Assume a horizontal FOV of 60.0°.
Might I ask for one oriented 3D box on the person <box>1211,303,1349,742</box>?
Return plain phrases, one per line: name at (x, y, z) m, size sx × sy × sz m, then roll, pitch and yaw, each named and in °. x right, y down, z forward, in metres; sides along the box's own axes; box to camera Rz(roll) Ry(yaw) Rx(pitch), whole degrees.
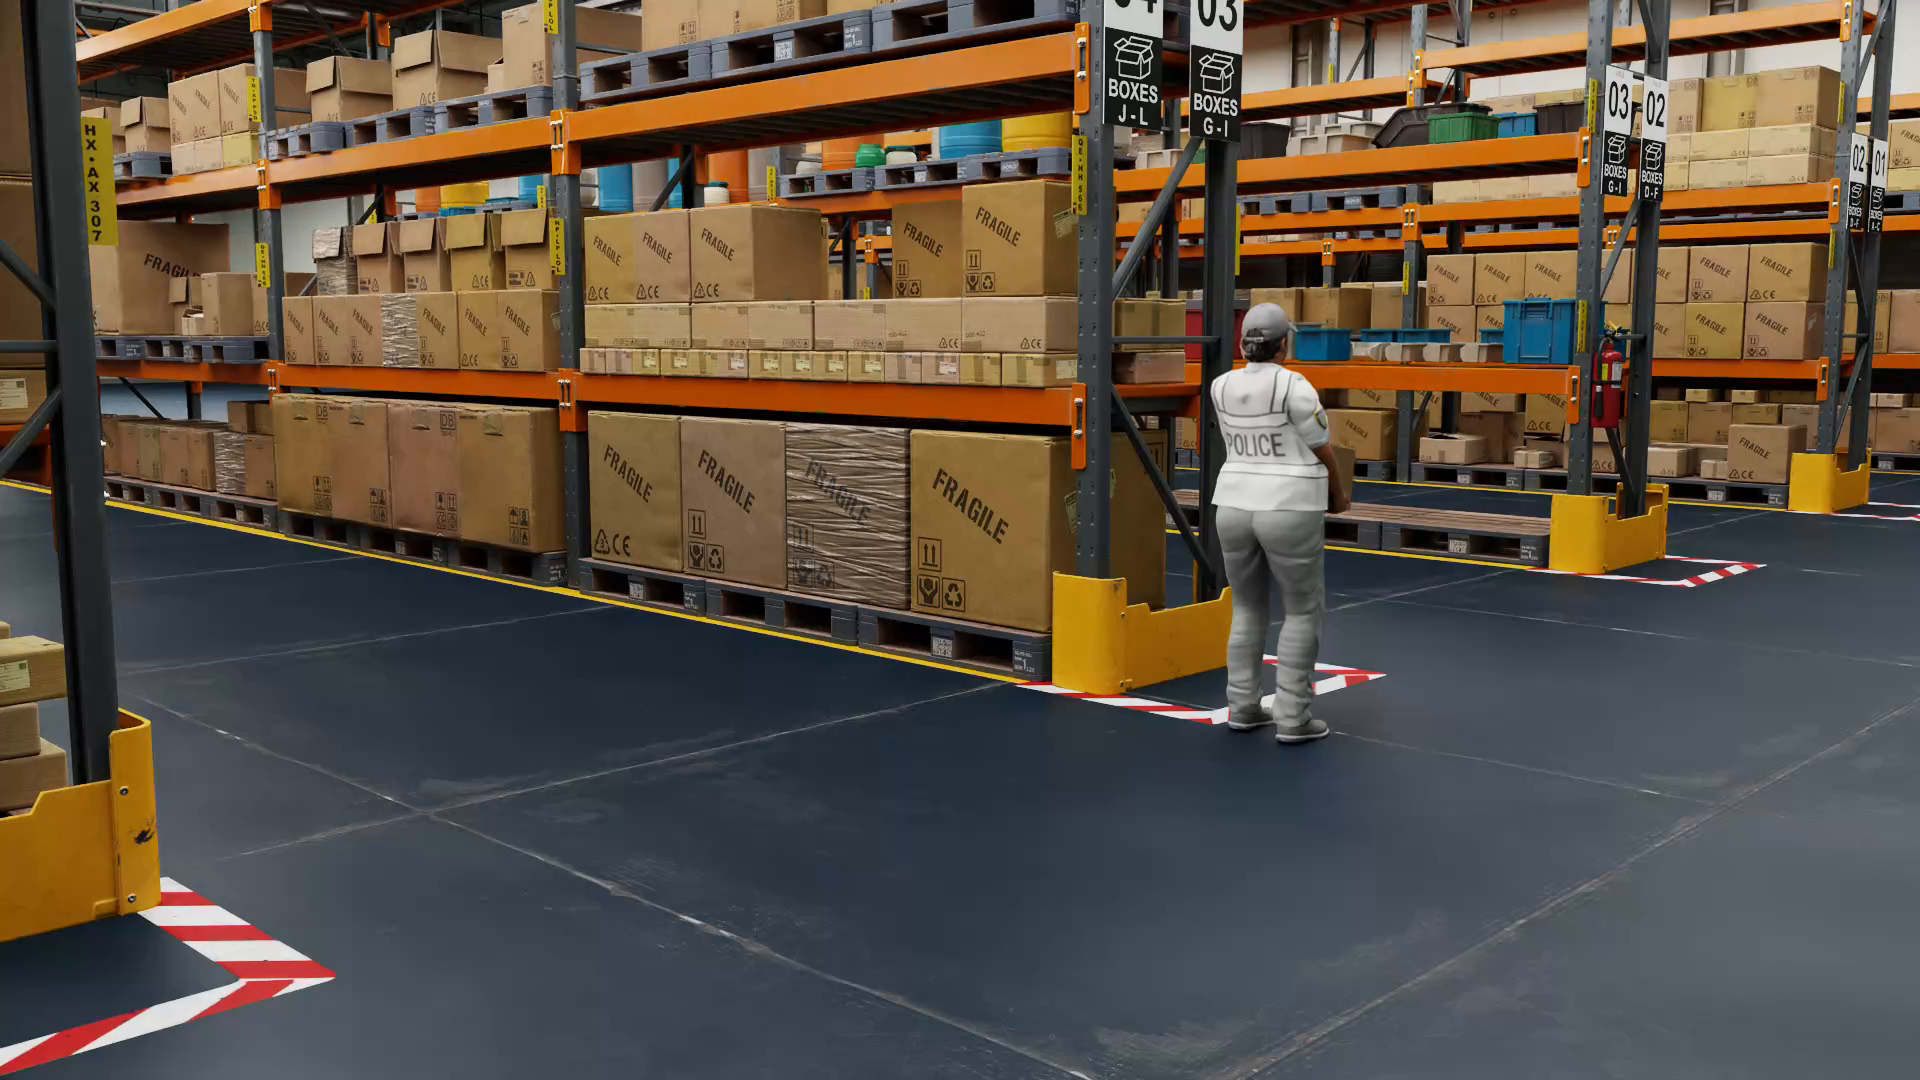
person at (1.233, -0.074, 6.394) m, size 0.455 × 1.657 × 0.535 m, roll 7°, pitch 10°, yaw 42°
